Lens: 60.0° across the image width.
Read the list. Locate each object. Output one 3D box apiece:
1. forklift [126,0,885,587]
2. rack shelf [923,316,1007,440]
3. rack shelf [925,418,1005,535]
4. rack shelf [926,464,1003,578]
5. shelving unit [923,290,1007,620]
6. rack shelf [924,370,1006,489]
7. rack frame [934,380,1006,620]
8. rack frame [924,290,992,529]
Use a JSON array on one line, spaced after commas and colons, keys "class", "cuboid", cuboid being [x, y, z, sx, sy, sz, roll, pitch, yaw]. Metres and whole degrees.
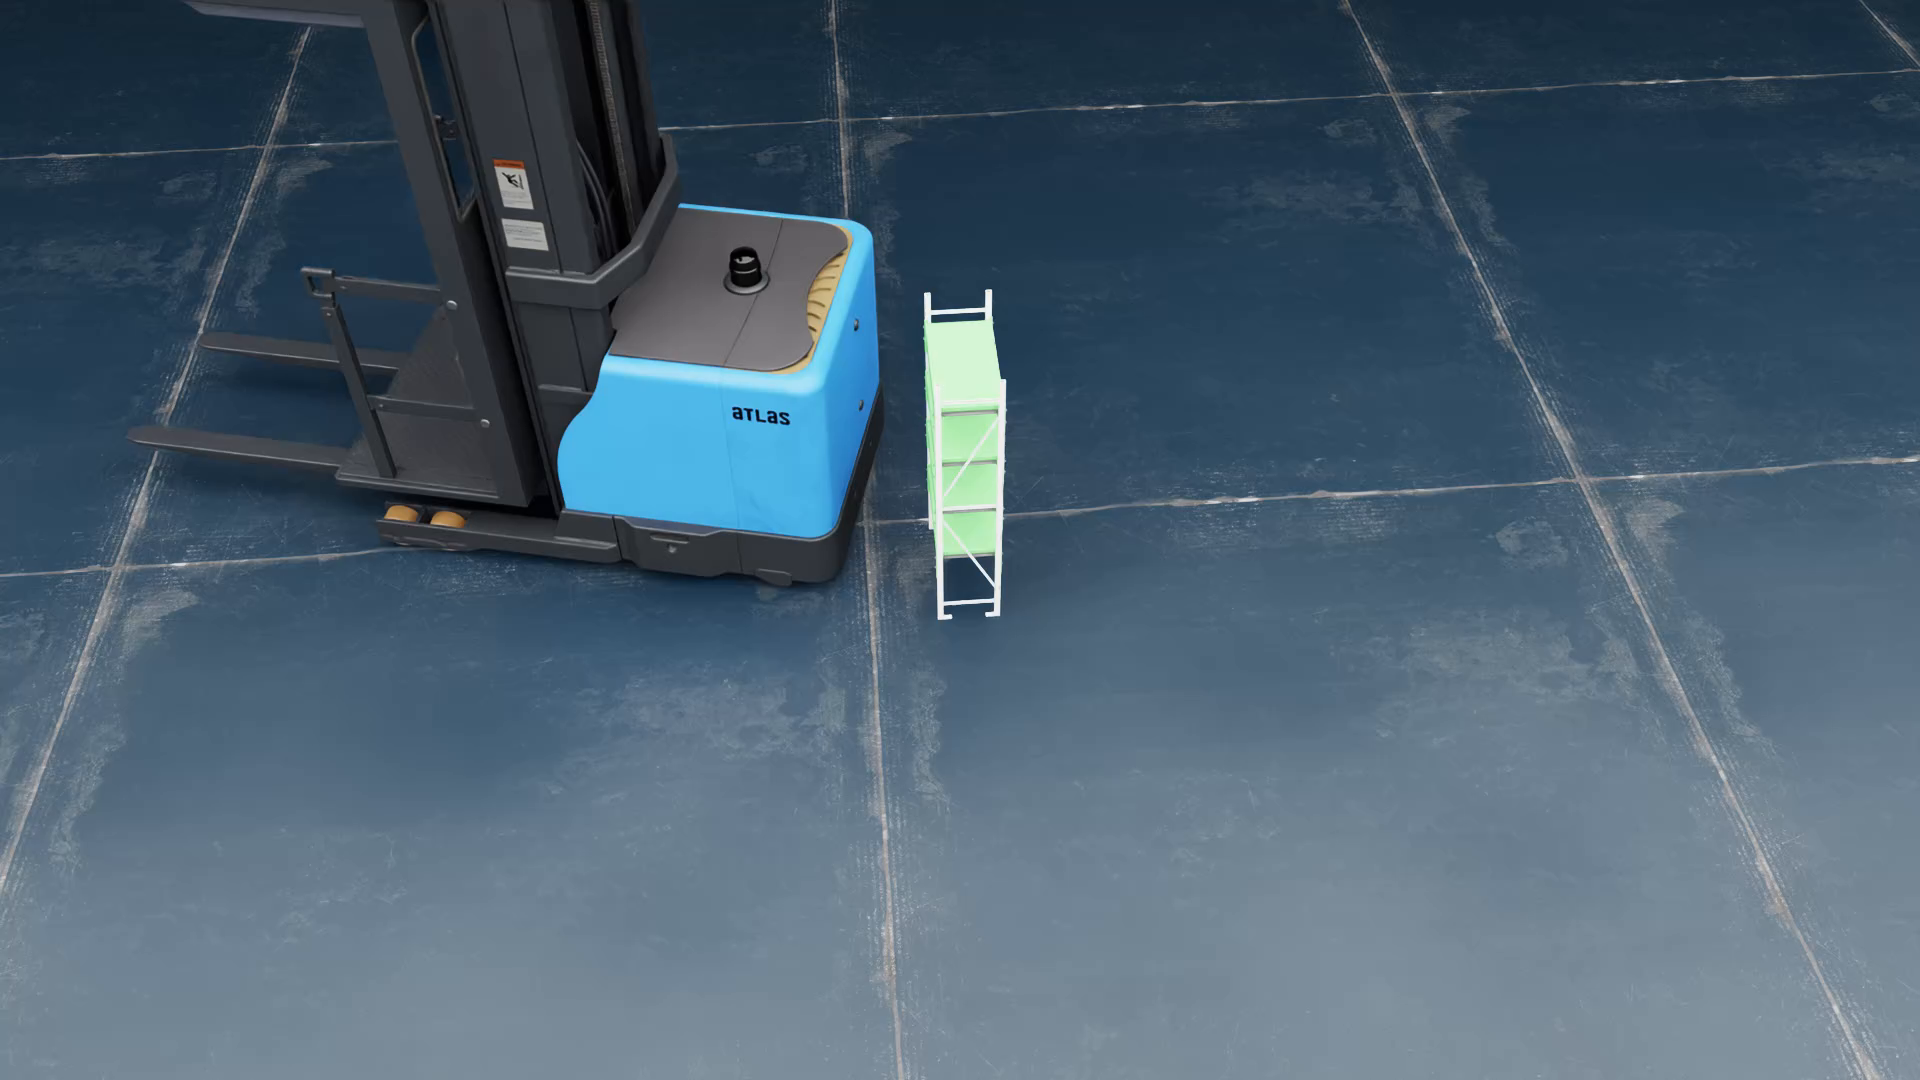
[{"class": "forklift", "cuboid": [-1.888, -1.335, 5.995, 3.031, 2.935, 1.130, 7, 47, 6]}, {"class": "rack shelf", "cuboid": [0.014, -0.579, 5.899, 0.258, 0.148, 0.480, -3, 47, -3]}, {"class": "rack shelf", "cuboid": [0.014, -0.249, 6.247, 0.258, 0.148, 0.480, -3, 47, -3]}, {"class": "rack shelf", "cuboid": [0.014, -0.084, 6.422, 0.258, 0.148, 0.480, -3, 47, -3]}, {"class": "shelving unit", "cuboid": [0.014, -0.293, 6.201, 0.258, 1.200, 0.503, -3, 47, -3]}, {"class": "rack shelf", "cuboid": [0.014, -0.414, 6.073, 0.258, 0.148, 0.480, -3, 47, -3]}, {"class": "rack frame", "cuboid": [0.034, -0.116, 6.034, 0.240, 1.200, 0.015, -3, 47, -3]}, {"class": "rack frame", "cuboid": [-0.007, -0.469, 6.368, 0.240, 1.200, 0.015, -3, 47, -3]}]
